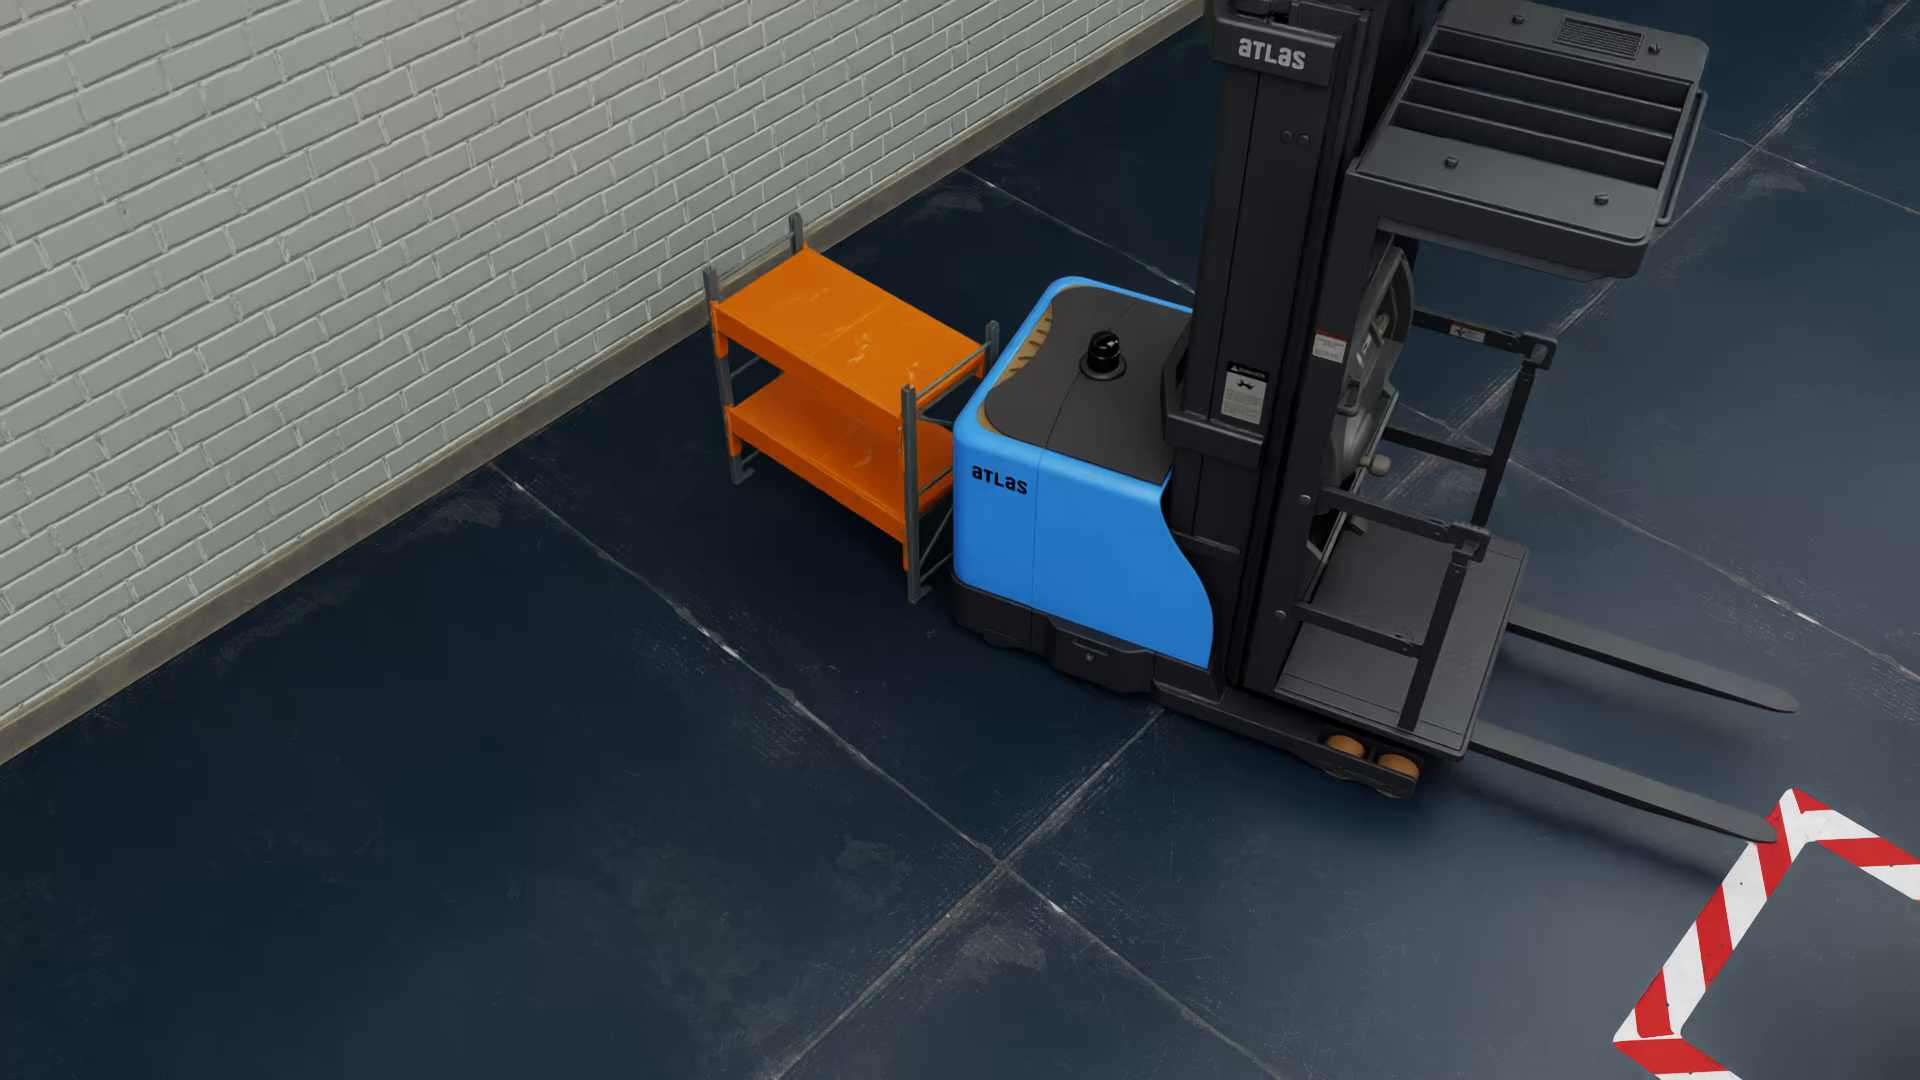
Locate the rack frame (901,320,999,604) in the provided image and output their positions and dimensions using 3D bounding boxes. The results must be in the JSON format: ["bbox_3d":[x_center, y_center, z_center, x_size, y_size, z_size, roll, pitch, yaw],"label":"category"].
[{"bbox_3d":[-0.032,-0.274,6.344,0.032,1.125,0.500,33,55,27],"label":"rack frame"}]

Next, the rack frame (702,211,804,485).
[{"bbox_3d":[-0.797,-0.763,6.803,0.032,1.125,0.500,33,55,27],"label":"rack frame"}]

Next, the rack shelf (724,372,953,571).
[{"bbox_3d":[-0.414,-0.351,6.752,1.000,0.278,0.538,33,55,27],"label":"rack shelf"}]

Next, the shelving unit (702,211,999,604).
[{"bbox_3d":[-0.414,-0.518,6.574,1.048,1.125,0.538,33,55,27],"label":"shelving unit"}]

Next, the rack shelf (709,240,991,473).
[{"bbox_3d":[-0.414,-0.719,6.360,1.000,0.278,0.538,33,55,27],"label":"rack shelf"}]

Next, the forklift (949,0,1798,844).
[{"bbox_3d":[1.518,-0.521,5.337,3.031,2.935,1.130,19,50,17],"label":"forklift"}]
